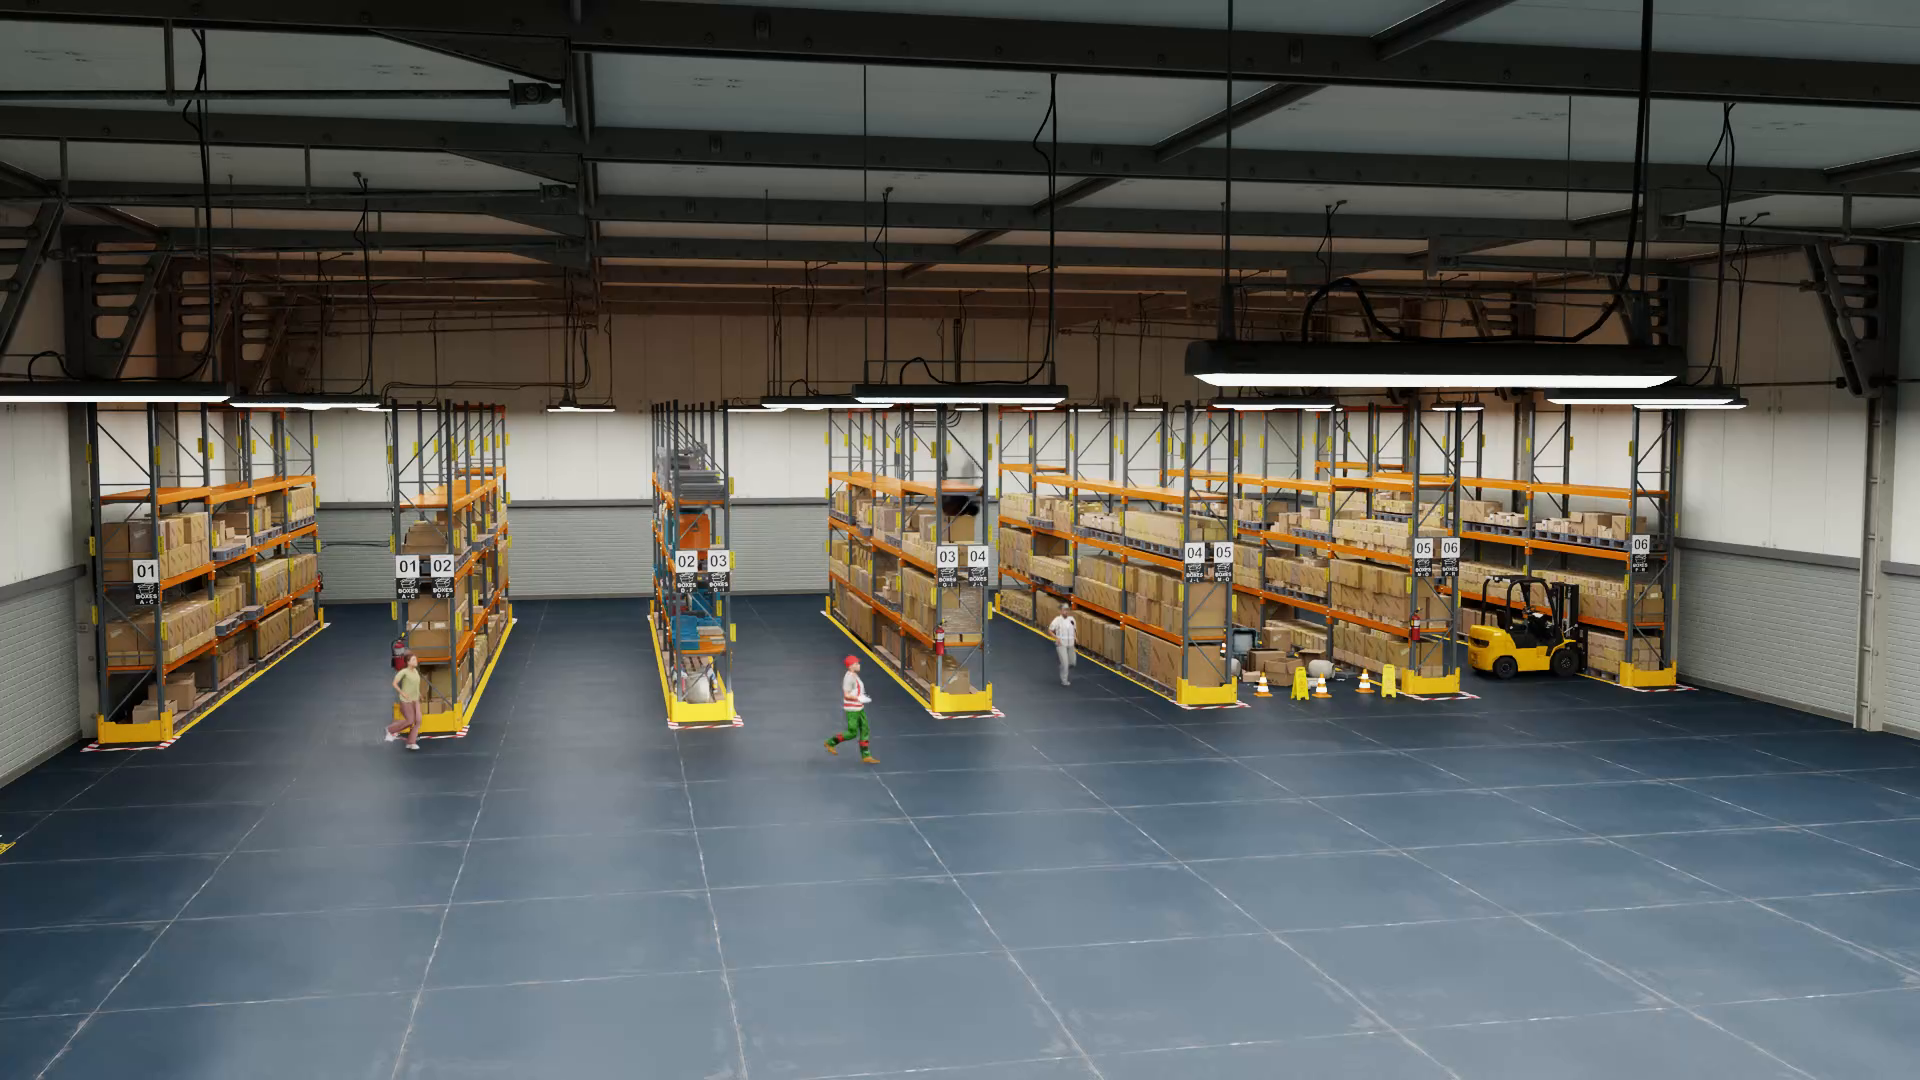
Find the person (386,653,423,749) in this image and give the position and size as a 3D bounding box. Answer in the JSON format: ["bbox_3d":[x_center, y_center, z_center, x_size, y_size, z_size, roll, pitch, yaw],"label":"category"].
[{"bbox_3d":[-9.472,2.768,28.650,0.724,1.584,0.627,2,5,22],"label":"person"}]

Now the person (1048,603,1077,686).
[{"bbox_3d":[2.202,2.196,35.296,0.664,1.728,0.654,-2,5,-22],"label":"person"}]

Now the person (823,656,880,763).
[{"bbox_3d":[-1.773,2.780,27.270,0.928,1.779,0.658,1,4,9],"label":"person"}]
